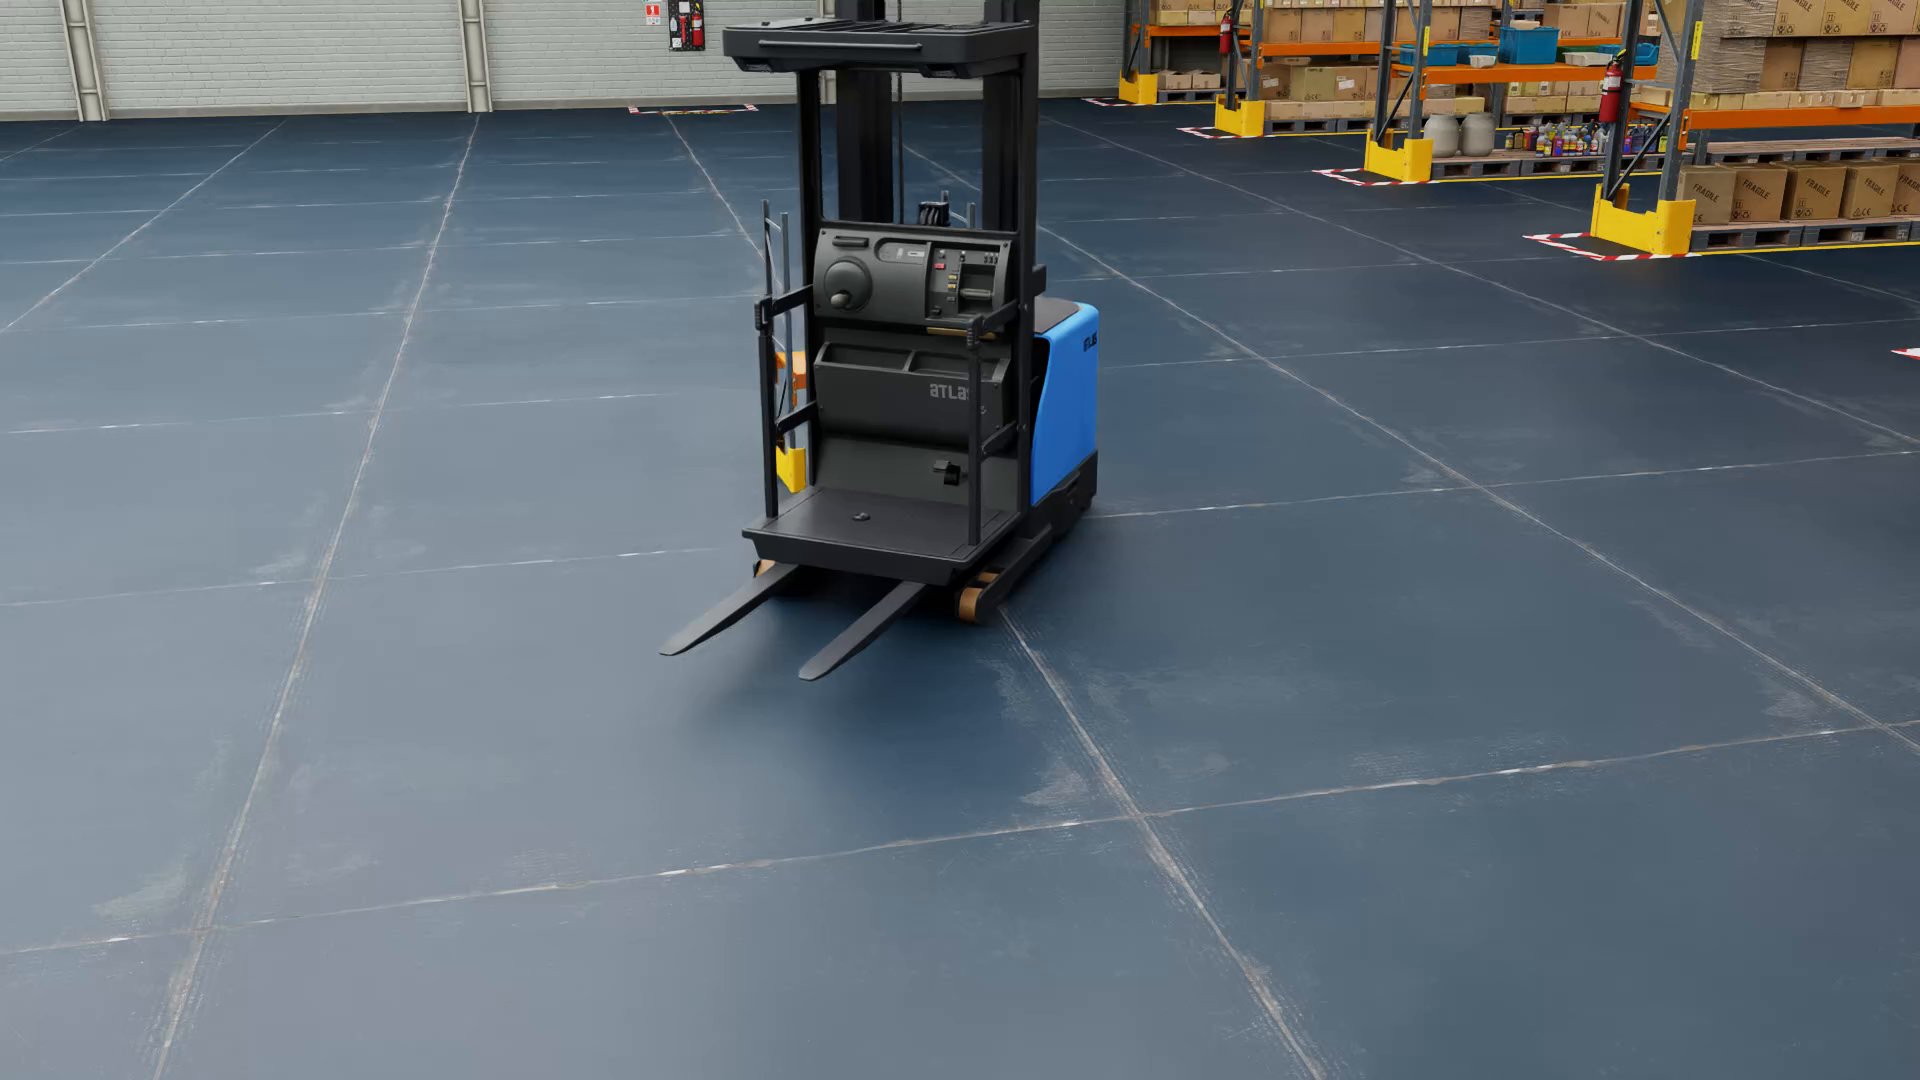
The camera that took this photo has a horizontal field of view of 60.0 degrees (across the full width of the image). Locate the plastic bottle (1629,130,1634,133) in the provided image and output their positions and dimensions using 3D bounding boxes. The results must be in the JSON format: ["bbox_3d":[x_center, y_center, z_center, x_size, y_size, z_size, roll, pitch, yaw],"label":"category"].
[{"bbox_3d":[8.763,-5.264,21.752,0.097,0.201,0.097,0,20,0],"label":"plastic bottle"}]

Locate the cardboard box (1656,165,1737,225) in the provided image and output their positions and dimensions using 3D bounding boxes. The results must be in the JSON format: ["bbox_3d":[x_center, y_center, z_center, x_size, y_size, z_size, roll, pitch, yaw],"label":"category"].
[{"bbox_3d":[7.131,-3.350,16.124,0.500,0.500,0.500,-1,20,-2],"label":"cardboard box"}]

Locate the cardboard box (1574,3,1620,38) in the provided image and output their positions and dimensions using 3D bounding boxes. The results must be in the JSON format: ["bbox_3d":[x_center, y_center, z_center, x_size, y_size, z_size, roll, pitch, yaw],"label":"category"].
[{"bbox_3d":[9.888,-8.100,25.920,0.500,0.500,0.500,-5,21,-12],"label":"cardboard box"}]

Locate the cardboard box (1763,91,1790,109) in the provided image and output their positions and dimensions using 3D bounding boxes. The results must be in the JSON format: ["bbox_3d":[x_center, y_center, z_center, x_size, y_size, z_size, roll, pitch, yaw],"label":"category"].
[{"bbox_3d":[7.585,-4.163,15.683,0.250,0.149,0.380,-5,21,-12],"label":"cardboard box"}]

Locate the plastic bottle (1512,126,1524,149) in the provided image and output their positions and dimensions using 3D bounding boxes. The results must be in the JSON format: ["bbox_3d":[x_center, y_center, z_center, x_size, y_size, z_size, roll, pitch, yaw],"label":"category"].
[{"bbox_3d":[7.176,-5.180,21.403,0.133,0.283,0.061,-4,21,-11],"label":"plastic bottle"}]

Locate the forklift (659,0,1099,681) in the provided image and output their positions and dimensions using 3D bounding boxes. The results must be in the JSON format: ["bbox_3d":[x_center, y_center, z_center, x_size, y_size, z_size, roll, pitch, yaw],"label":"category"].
[{"bbox_3d":[-0.298,-1.168,7.241,1.130,2.935,3.031,8,22,21],"label":"forklift"}]

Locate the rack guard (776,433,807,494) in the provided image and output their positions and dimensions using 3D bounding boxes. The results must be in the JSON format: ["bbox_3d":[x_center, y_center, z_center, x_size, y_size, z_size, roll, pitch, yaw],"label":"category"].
[{"bbox_3d":[-0.957,-0.465,9.221,0.087,0.250,0.587,-6,21,-17],"label":"rack guard"}]

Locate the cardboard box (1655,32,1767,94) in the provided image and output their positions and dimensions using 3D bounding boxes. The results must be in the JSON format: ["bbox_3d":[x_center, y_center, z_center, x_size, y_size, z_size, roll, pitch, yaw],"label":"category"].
[{"bbox_3d":[7.061,-4.504,15.672,0.500,0.500,0.875,-5,21,-12],"label":"cardboard box"}]

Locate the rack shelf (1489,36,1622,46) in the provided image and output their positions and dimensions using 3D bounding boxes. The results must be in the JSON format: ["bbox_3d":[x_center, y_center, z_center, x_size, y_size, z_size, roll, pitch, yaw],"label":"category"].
[{"bbox_3d":[10.083,-7.737,26.120,4.000,0.370,1.077,-5,21,-12],"label":"rack shelf"}]

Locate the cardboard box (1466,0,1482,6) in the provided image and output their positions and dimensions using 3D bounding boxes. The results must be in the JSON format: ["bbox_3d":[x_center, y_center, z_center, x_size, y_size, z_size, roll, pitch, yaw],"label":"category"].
[{"bbox_3d":[7.680,-8.155,25.129,0.250,0.149,0.380,-5,21,-14],"label":"cardboard box"}]

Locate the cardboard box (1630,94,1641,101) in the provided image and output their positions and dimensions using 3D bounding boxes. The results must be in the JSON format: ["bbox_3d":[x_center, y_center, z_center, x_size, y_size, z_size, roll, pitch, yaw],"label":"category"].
[{"bbox_3d":[10.582,-6.935,26.272,0.500,0.250,0.500,-4,21,-11],"label":"cardboard box"}]

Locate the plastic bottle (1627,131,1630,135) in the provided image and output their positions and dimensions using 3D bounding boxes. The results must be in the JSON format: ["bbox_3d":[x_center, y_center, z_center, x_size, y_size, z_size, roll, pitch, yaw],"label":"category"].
[{"bbox_3d":[8.467,-5.070,21.115,0.135,0.276,0.152,-5,21,-12],"label":"plastic bottle"}]

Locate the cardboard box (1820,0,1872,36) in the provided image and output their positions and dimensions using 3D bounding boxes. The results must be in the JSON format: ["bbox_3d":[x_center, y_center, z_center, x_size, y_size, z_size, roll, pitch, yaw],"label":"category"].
[{"bbox_3d":[8.092,-4.969,15.487,0.500,0.500,0.500,-5,21,-12],"label":"cardboard box"}]

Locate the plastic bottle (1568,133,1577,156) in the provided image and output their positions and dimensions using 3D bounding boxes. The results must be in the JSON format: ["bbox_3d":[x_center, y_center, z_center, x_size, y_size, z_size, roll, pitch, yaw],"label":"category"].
[{"bbox_3d":[7.647,-4.941,20.769,0.097,0.271,0.097,0,20,0],"label":"plastic bottle"}]

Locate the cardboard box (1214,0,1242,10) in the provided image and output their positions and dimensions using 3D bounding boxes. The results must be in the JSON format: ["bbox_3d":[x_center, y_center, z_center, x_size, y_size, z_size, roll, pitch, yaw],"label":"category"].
[{"bbox_3d":[4.621,-9.560,29.151,0.500,0.500,0.500,-5,21,-14],"label":"cardboard box"}]

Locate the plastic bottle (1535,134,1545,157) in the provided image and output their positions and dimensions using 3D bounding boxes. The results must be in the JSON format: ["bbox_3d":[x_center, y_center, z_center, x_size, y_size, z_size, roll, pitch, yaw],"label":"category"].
[{"bbox_3d":[7.216,-4.906,20.673,0.097,0.271,0.097,0,20,0],"label":"plastic bottle"}]

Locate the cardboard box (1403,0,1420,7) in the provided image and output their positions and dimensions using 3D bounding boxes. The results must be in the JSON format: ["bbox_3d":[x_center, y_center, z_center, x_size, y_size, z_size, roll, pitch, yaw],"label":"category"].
[{"bbox_3d":[6.685,-8.074,24.907,0.250,0.149,0.380,-4,21,-11],"label":"cardboard box"}]

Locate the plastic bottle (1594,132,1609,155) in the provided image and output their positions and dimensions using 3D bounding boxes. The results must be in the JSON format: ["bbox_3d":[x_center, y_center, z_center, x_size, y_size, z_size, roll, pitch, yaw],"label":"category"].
[{"bbox_3d":[8.052,-4.986,20.884,0.135,0.276,0.152,-4,21,-11],"label":"plastic bottle"}]

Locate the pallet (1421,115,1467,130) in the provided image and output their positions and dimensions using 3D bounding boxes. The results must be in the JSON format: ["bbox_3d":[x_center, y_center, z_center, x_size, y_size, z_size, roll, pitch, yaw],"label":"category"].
[{"bbox_3d":[7.353,-6.558,25.910,1.213,0.211,1.003,-5,21,-12],"label":"pallet"}]

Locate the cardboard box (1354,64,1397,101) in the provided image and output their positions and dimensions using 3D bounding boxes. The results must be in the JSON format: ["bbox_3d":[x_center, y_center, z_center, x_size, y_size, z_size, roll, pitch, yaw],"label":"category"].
[{"bbox_3d":[6.277,-6.943,25.205,0.500,0.500,0.500,-5,21,-12],"label":"cardboard box"}]

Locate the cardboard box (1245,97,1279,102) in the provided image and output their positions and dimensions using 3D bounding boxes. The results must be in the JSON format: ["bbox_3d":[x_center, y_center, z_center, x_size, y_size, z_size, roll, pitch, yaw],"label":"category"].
[{"bbox_3d":[4.698,-6.647,25.486,0.500,0.250,0.500,-5,21,-12],"label":"cardboard box"}]

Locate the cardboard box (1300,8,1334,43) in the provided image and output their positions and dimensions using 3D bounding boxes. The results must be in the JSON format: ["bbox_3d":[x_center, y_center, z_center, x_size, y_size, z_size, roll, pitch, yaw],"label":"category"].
[{"bbox_3d":[5.211,-7.722,24.889,0.500,0.500,0.700,-4,21,-11],"label":"cardboard box"}]

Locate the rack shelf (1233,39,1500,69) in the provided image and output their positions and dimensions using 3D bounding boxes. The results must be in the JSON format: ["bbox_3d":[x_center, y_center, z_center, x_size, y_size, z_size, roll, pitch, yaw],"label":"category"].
[{"bbox_3d":[6.190,-7.420,25.255,4.000,0.370,1.077,-5,21,-12],"label":"rack shelf"}]

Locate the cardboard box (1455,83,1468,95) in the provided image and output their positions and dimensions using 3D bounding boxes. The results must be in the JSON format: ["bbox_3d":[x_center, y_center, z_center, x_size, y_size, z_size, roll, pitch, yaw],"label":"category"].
[{"bbox_3d":[7.613,-7.242,26.021,0.500,0.500,0.500,-5,21,-12],"label":"cardboard box"}]

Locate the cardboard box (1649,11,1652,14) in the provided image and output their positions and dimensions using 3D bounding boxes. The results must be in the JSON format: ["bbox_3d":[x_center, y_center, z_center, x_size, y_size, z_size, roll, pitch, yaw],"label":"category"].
[{"bbox_3d":[12.749,-9.855,31.194,0.250,0.149,0.380,-5,21,-12],"label":"cardboard box"}]

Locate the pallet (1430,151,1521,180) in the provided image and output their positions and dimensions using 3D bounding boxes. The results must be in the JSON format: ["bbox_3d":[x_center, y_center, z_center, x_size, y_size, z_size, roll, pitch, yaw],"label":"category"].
[{"bbox_3d":[6.235,-4.716,20.882,1.213,0.211,1.003,-5,21,-12],"label":"pallet"}]

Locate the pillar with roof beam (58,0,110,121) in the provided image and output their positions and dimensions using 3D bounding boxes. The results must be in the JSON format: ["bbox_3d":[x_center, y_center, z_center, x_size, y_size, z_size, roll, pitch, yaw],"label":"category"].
[{"bbox_3d":[-12.944,-9.553,21.312,0.400,9.000,9.100,-5,21,-12],"label":"pillar with roof beam"}]

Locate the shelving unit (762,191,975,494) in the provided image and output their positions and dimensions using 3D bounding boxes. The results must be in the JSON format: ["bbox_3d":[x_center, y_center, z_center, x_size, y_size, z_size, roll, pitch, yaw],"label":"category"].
[{"bbox_3d":[-0.484,-1.106,9.153,1.083,1.500,0.587,-6,21,-17],"label":"shelving unit"}]

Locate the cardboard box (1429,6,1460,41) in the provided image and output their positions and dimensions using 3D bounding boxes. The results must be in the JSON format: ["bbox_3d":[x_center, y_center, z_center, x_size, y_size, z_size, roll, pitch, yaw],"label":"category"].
[{"bbox_3d":[7.194,-7.882,25.325,0.500,0.500,0.700,-5,21,-13],"label":"cardboard box"}]

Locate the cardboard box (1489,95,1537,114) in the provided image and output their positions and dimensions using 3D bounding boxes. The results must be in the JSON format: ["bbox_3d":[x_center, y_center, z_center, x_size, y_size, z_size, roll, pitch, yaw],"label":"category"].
[{"bbox_3d":[8.586,-6.771,25.825,0.500,0.250,0.500,-5,21,-14],"label":"cardboard box"}]

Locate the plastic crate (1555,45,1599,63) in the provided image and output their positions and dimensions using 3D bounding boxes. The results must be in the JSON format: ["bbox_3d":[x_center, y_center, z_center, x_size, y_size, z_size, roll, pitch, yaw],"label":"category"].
[{"bbox_3d":[7.887,-6.145,21.038,0.662,0.188,0.450,-5,21,-12],"label":"plastic crate"}]

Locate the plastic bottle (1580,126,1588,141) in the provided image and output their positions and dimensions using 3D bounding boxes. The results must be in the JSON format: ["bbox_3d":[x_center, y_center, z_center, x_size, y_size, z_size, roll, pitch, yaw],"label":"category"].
[{"bbox_3d":[8.073,-5.219,21.528,0.097,0.271,0.097,0,20,0],"label":"plastic bottle"}]

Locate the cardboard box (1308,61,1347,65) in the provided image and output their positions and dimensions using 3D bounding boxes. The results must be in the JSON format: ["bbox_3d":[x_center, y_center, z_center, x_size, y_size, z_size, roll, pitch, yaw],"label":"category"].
[{"bbox_3d":[5.667,-7.084,25.588,0.500,0.500,0.500,-5,21,-12],"label":"cardboard box"}]

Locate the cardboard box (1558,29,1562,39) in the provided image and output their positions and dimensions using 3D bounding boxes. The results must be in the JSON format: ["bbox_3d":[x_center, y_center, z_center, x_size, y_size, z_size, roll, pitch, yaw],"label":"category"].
[{"bbox_3d":[9.046,-7.800,25.611,0.250,0.149,0.380,-5,21,-12],"label":"cardboard box"}]

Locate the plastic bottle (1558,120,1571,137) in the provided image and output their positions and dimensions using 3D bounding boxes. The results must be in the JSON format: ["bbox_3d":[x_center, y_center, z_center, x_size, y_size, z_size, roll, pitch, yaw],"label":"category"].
[{"bbox_3d":[7.794,-5.247,21.489,0.185,0.351,0.144,-5,21,-13],"label":"plastic bottle"}]

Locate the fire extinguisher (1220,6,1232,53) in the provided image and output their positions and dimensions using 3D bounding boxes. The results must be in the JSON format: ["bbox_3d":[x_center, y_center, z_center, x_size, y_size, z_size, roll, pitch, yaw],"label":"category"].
[{"bbox_3d":[4.022,-7.709,25.112,0.183,0.674,0.296,-5,21,-12],"label":"fire extinguisher"}]

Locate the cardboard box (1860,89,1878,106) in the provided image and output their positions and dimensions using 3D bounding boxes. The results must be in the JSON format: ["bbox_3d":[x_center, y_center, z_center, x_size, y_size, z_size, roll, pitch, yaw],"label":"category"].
[{"bbox_3d":[8.547,-4.258,15.944,0.250,0.149,0.380,-5,21,-12],"label":"cardboard box"}]

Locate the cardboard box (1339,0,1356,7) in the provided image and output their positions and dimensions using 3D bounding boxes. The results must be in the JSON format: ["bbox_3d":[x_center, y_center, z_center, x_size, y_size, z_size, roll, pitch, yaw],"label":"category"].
[{"bbox_3d":[5.679,-7.992,24.683,0.250,0.149,0.380,-5,21,-14],"label":"cardboard box"}]

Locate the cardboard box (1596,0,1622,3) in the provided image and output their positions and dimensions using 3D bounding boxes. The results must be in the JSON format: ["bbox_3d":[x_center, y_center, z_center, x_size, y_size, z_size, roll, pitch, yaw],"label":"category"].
[{"bbox_3d":[11.929,-10.078,30.858,0.500,0.500,0.500,-4,20,-11],"label":"cardboard box"}]

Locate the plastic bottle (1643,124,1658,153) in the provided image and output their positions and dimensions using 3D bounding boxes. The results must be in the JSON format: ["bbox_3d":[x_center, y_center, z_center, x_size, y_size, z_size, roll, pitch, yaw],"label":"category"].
[{"bbox_3d":[8.712,-5.073,21.014,0.185,0.351,0.144,-5,21,-14],"label":"plastic bottle"}]

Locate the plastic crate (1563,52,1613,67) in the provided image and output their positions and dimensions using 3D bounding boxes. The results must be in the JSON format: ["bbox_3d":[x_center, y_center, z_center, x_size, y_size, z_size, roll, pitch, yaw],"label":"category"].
[{"bbox_3d":[7.751,-5.921,20.500,0.437,0.136,0.530,-5,21,-12],"label":"plastic crate"}]

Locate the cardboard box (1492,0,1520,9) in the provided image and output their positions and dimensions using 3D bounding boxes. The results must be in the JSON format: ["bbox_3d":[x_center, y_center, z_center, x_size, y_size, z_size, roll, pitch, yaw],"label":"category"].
[{"bbox_3d":[9.893,-10.050,30.605,0.500,0.500,0.700,-7,21,-18],"label":"cardboard box"}]

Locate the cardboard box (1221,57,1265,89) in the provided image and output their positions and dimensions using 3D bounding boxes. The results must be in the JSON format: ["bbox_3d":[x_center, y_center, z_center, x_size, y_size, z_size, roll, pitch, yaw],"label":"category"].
[{"bbox_3d":[5.074,-8.401,29.883,0.500,0.500,0.700,-6,21,-16],"label":"cardboard box"}]

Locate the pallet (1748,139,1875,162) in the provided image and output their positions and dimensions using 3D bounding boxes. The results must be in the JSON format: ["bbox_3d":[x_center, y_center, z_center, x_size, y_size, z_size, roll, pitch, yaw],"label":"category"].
[{"bbox_3d":[11.217,-5.121,21.988,1.213,0.211,1.003,-5,21,-12],"label":"pallet"}]

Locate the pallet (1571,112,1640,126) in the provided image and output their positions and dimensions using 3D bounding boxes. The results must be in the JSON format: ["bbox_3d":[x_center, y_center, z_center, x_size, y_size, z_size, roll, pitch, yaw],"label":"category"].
[{"bbox_3d":[10.034,-6.776,26.505,1.213,0.211,1.003,-5,21,-12],"label":"pallet"}]

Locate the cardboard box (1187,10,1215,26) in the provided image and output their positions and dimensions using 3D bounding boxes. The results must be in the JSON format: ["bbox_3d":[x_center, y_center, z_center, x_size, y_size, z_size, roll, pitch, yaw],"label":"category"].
[{"bbox_3d":[4.150,-9.174,29.188,0.500,0.250,0.500,-5,21,-14],"label":"cardboard box"}]

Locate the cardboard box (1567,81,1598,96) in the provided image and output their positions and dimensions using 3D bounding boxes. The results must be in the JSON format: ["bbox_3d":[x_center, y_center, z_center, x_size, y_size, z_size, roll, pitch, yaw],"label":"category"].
[{"bbox_3d":[9.588,-7.114,25.946,0.500,0.311,0.500,-5,21,-14],"label":"cardboard box"}]

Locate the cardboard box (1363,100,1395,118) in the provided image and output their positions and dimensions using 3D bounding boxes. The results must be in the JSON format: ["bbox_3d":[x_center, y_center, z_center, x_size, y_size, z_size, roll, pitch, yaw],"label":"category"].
[{"bbox_3d":[6.277,-6.592,25.335,0.500,0.250,0.500,-5,21,-12],"label":"cardboard box"}]

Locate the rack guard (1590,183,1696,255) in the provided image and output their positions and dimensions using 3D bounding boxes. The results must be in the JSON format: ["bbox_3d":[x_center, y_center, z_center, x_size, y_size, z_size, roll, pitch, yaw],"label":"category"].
[{"bbox_3d":[6.594,-3.115,16.093,0.348,0.500,1.175,-5,21,-12],"label":"rack guard"}]

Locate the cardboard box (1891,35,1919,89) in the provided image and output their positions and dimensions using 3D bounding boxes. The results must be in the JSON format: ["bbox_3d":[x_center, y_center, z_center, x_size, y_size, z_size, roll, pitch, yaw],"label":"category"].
[{"bbox_3d":[9.002,-4.670,16.126,0.500,0.500,0.875,-5,21,-12],"label":"cardboard box"}]

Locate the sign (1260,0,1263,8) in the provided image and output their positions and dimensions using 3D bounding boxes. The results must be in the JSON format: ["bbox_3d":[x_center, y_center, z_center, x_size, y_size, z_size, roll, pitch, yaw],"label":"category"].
[{"bbox_3d":[4.366,-7.857,24.028,0.005,0.325,0.100,-5,21,-12],"label":"sign"}]

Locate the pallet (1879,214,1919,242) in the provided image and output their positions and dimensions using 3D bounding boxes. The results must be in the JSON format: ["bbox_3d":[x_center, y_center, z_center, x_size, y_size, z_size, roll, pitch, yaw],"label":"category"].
[{"bbox_3d":[9.767,-3.225,16.813,1.213,0.211,1.003,-5,21,-12],"label":"pallet"}]

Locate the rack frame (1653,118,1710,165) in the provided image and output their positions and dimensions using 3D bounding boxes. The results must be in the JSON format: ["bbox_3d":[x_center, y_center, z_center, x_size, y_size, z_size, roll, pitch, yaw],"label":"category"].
[{"bbox_3d":[9.273,-6.258,21.037,0.127,3.000,1.000,-5,21,-12],"label":"rack frame"}]

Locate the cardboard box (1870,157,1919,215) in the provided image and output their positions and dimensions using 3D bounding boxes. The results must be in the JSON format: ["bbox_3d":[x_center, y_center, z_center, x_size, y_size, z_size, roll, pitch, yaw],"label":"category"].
[{"bbox_3d":[9.458,-3.557,16.688,0.500,0.500,0.500,2,20,5],"label":"cardboard box"}]

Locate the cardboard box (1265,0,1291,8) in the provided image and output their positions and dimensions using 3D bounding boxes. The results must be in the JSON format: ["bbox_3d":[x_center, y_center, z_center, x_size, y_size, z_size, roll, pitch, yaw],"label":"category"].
[{"bbox_3d":[4.675,-7.910,24.459,0.250,0.149,0.380,-5,21,-13],"label":"cardboard box"}]

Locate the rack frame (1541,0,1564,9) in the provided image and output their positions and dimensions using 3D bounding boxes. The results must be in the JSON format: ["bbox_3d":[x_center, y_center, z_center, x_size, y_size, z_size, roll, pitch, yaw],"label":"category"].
[{"bbox_3d":[10.886,-9.890,30.954,0.127,3.000,1.000,-5,21,-12],"label":"rack frame"}]
